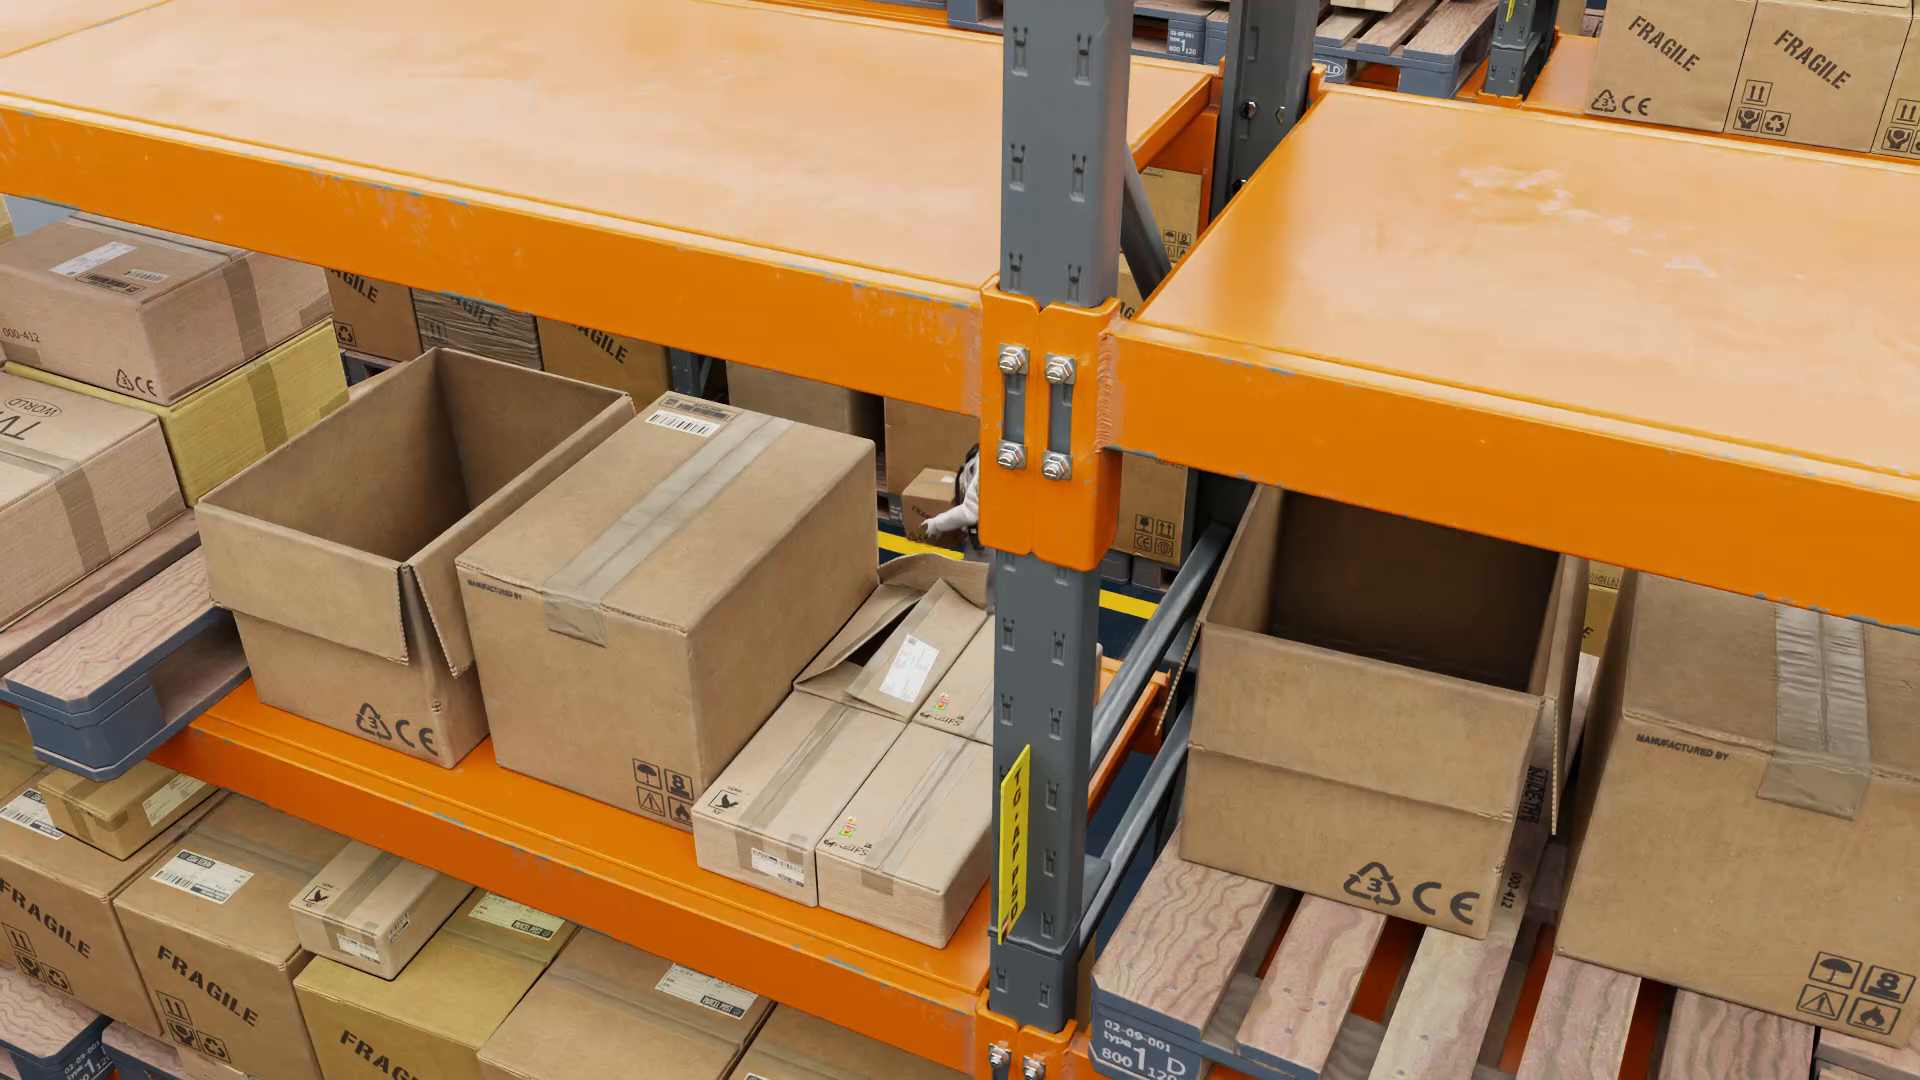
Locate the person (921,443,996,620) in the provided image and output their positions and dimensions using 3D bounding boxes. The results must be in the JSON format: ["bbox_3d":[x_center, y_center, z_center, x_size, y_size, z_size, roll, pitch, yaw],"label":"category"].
[{"bbox_3d":[0.119,-0.038,7.501,0.539,1.701,0.492,14,36,20],"label":"person"}]
